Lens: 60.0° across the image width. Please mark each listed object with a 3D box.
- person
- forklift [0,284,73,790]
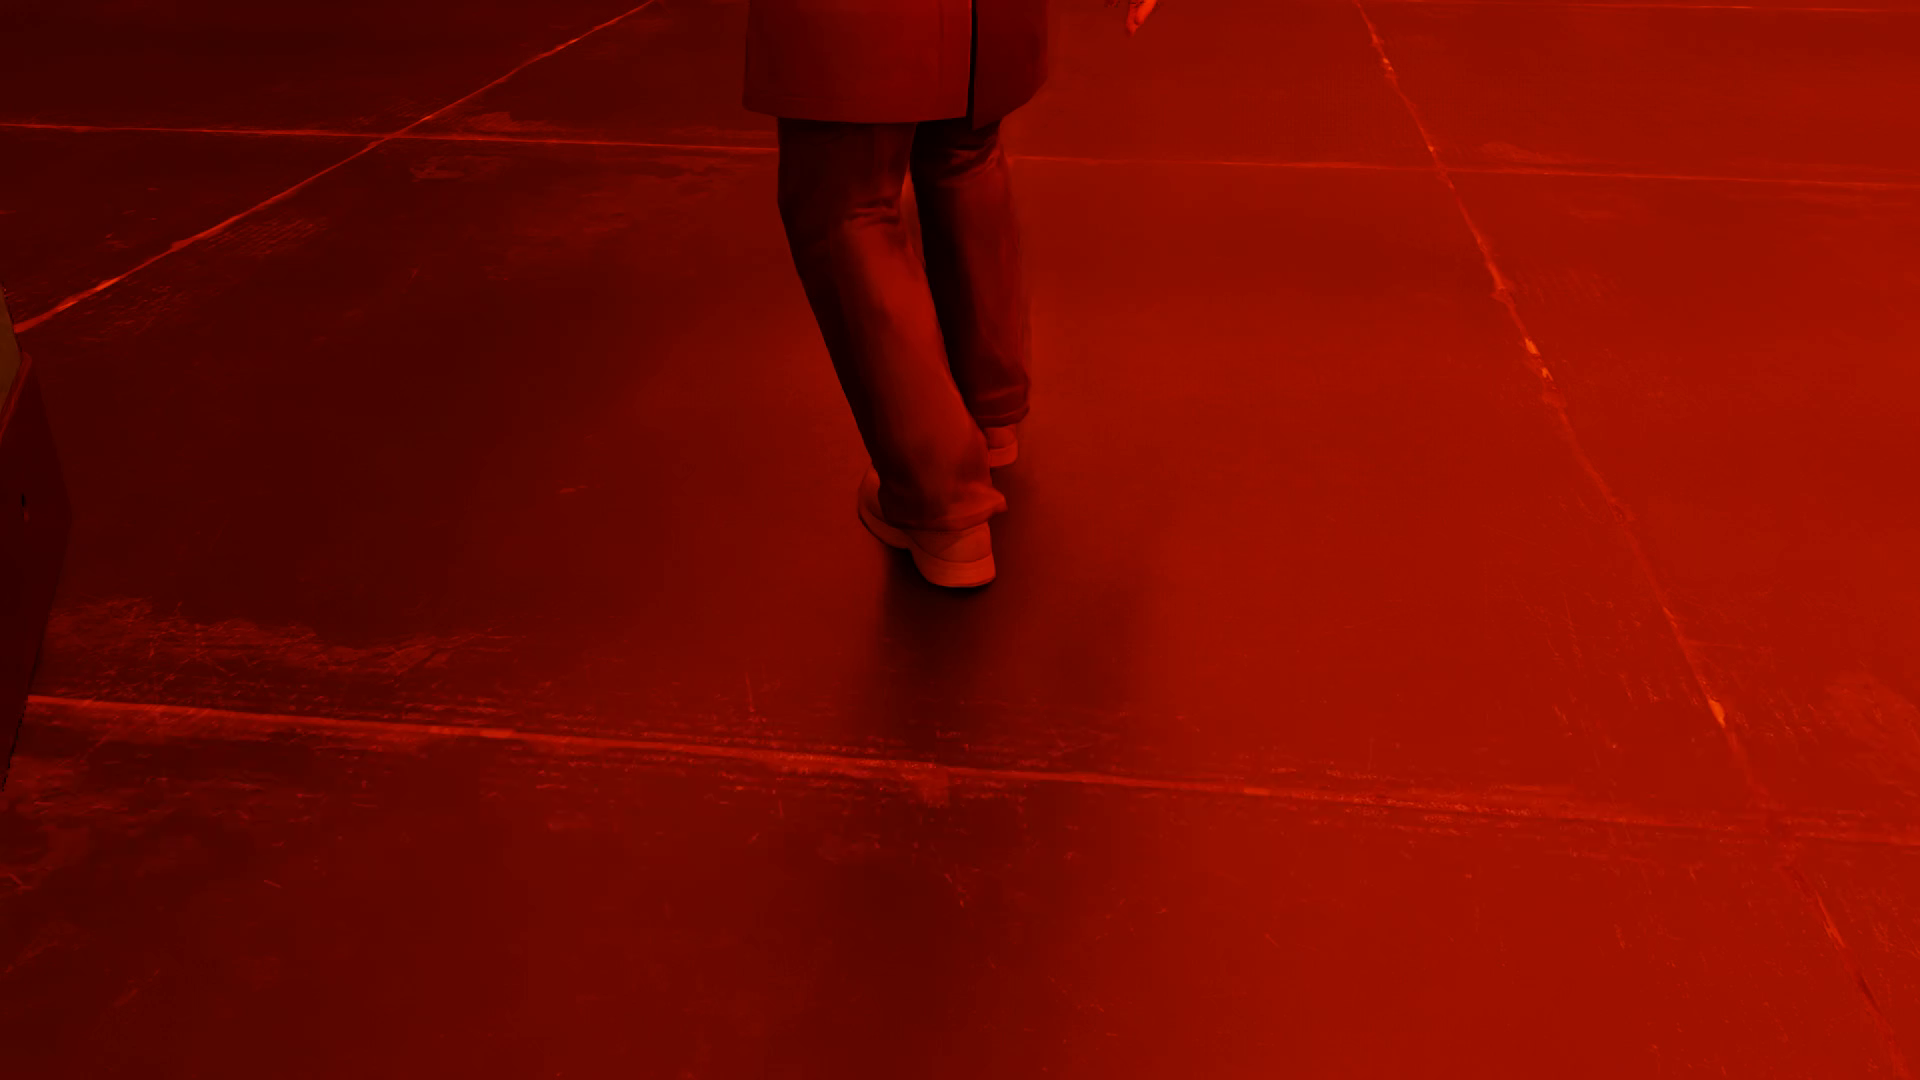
[{"bbox_3d":[-0.050,-0.850,2.277,0.677,1.731,0.683,-16,31,-29],"label":"person"},{"bbox_3d":[-2.562,-0.843,0.978,3.031,2.867,1.129,-9,28,-18],"label":"forklift"}]
